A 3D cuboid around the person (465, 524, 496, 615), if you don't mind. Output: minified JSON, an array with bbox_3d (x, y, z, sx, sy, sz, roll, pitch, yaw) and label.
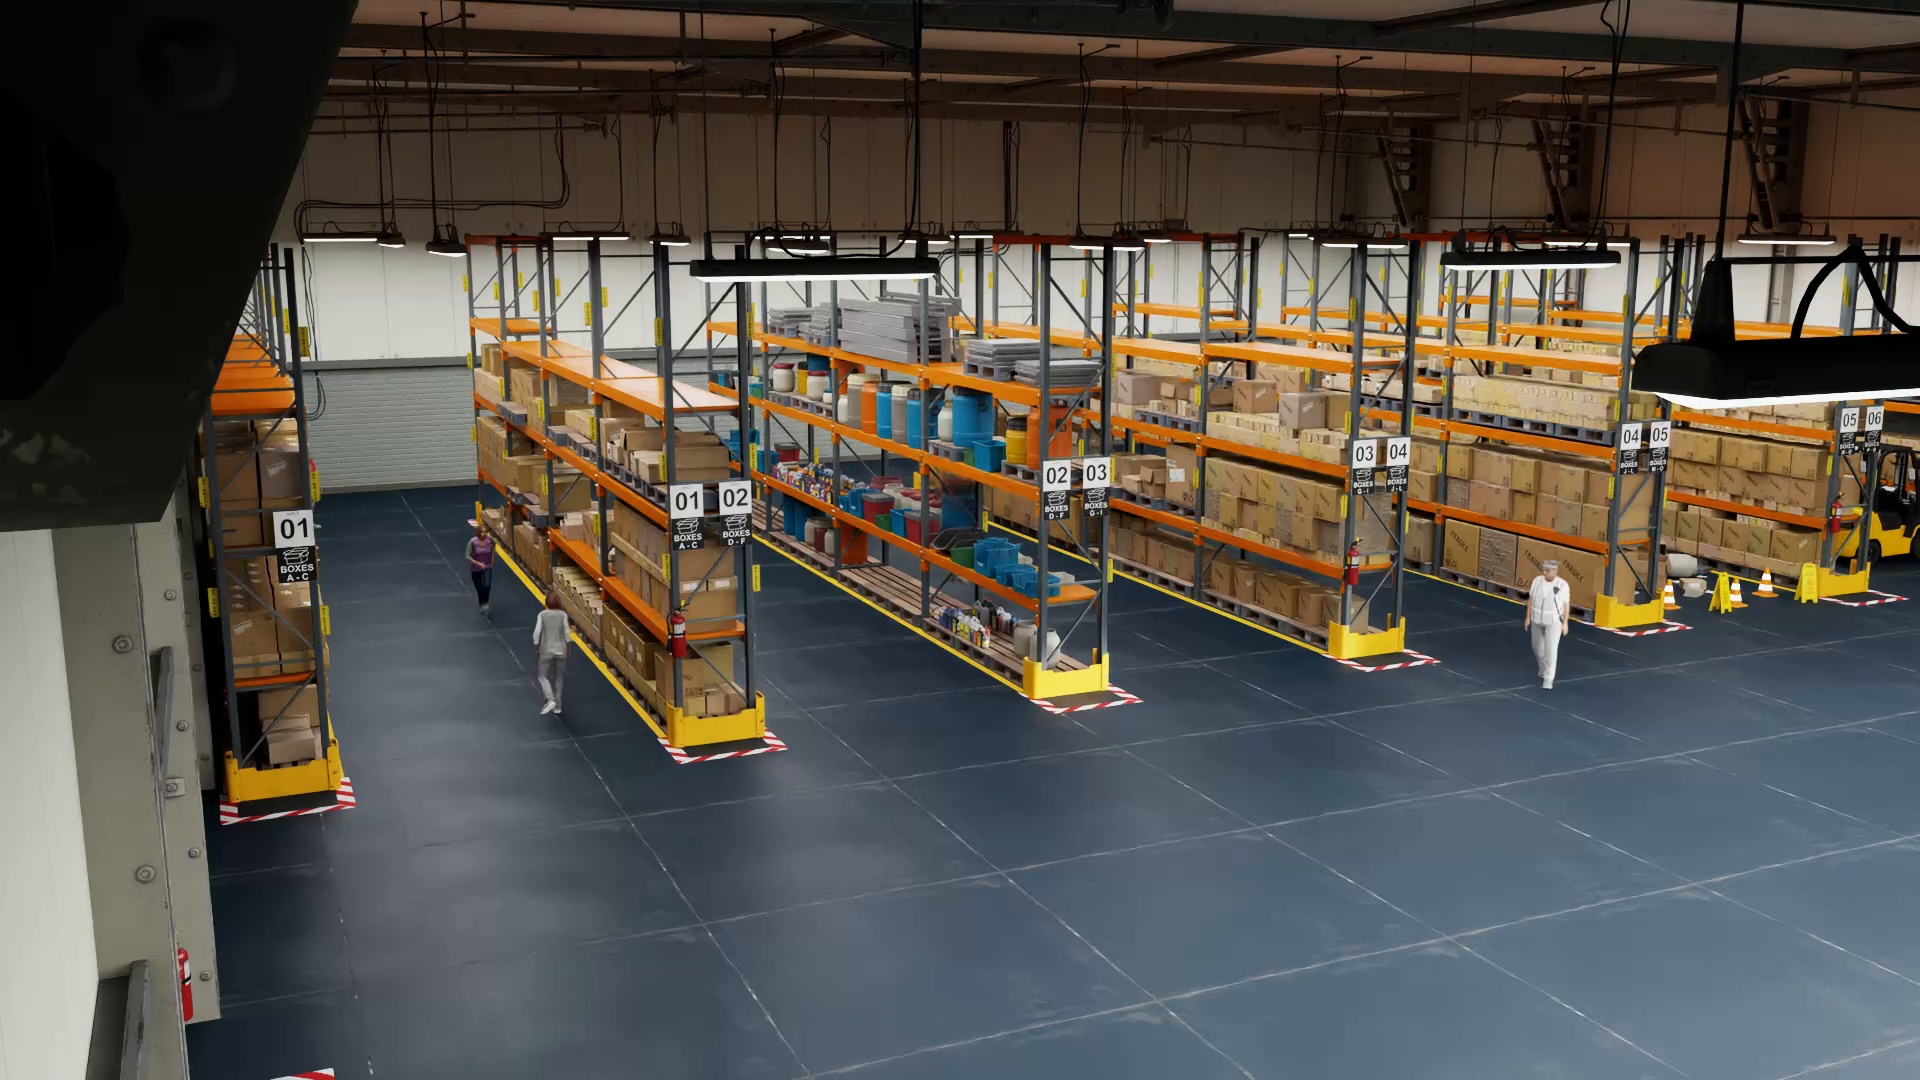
[{"bbox_3d":[-7.684,0.455,26.717,0.485,1.510,0.775,-3,11,-14],"label":"person"}]

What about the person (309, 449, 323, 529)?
[{"bbox_3d":[-13.340,-1.042,33.949,0.471,1.742,0.587,3,11,14],"label":"person"}]

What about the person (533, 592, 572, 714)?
[{"bbox_3d":[-5.214,1.485,21.372,0.474,1.574,0.607,-4,12,-21],"label":"person"}]

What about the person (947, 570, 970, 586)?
[{"bbox_3d":[-0.047,-0.087,27.697,0.507,1.700,0.450,4,12,22],"label":"person"}]

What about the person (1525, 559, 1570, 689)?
[{"bbox_3d":[8.073,1.101,22.841,0.531,1.735,0.829,9,14,40],"label":"person"}]
